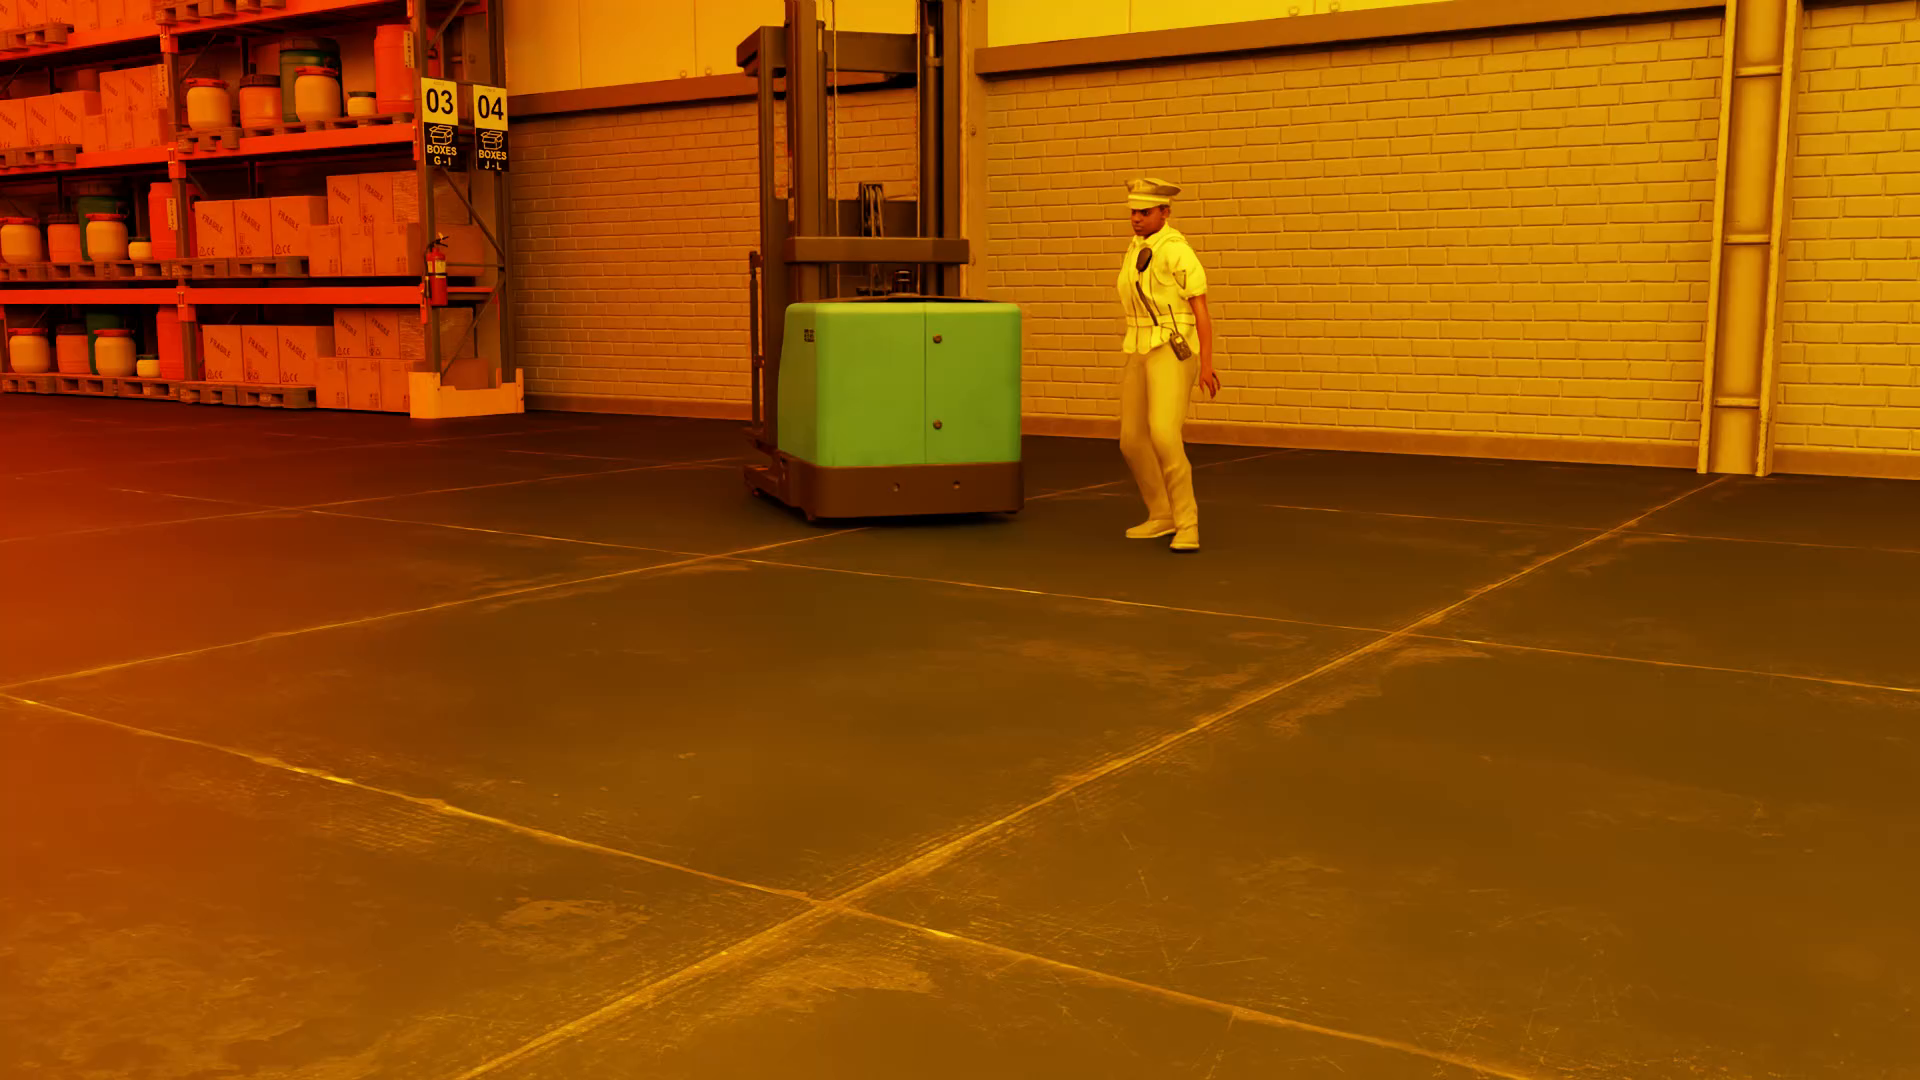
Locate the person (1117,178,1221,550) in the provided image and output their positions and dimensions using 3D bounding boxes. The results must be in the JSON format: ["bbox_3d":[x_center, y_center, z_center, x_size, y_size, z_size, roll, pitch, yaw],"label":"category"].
[{"bbox_3d":[0.908,-0.793,7.485,0.418,1.632,0.801,-4,9,-25],"label":"person"}]

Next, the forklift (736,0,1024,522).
[{"bbox_3d":[-0.607,-1.705,9.185,1.130,2.935,3.031,-2,8,-17],"label":"forklift"}]
